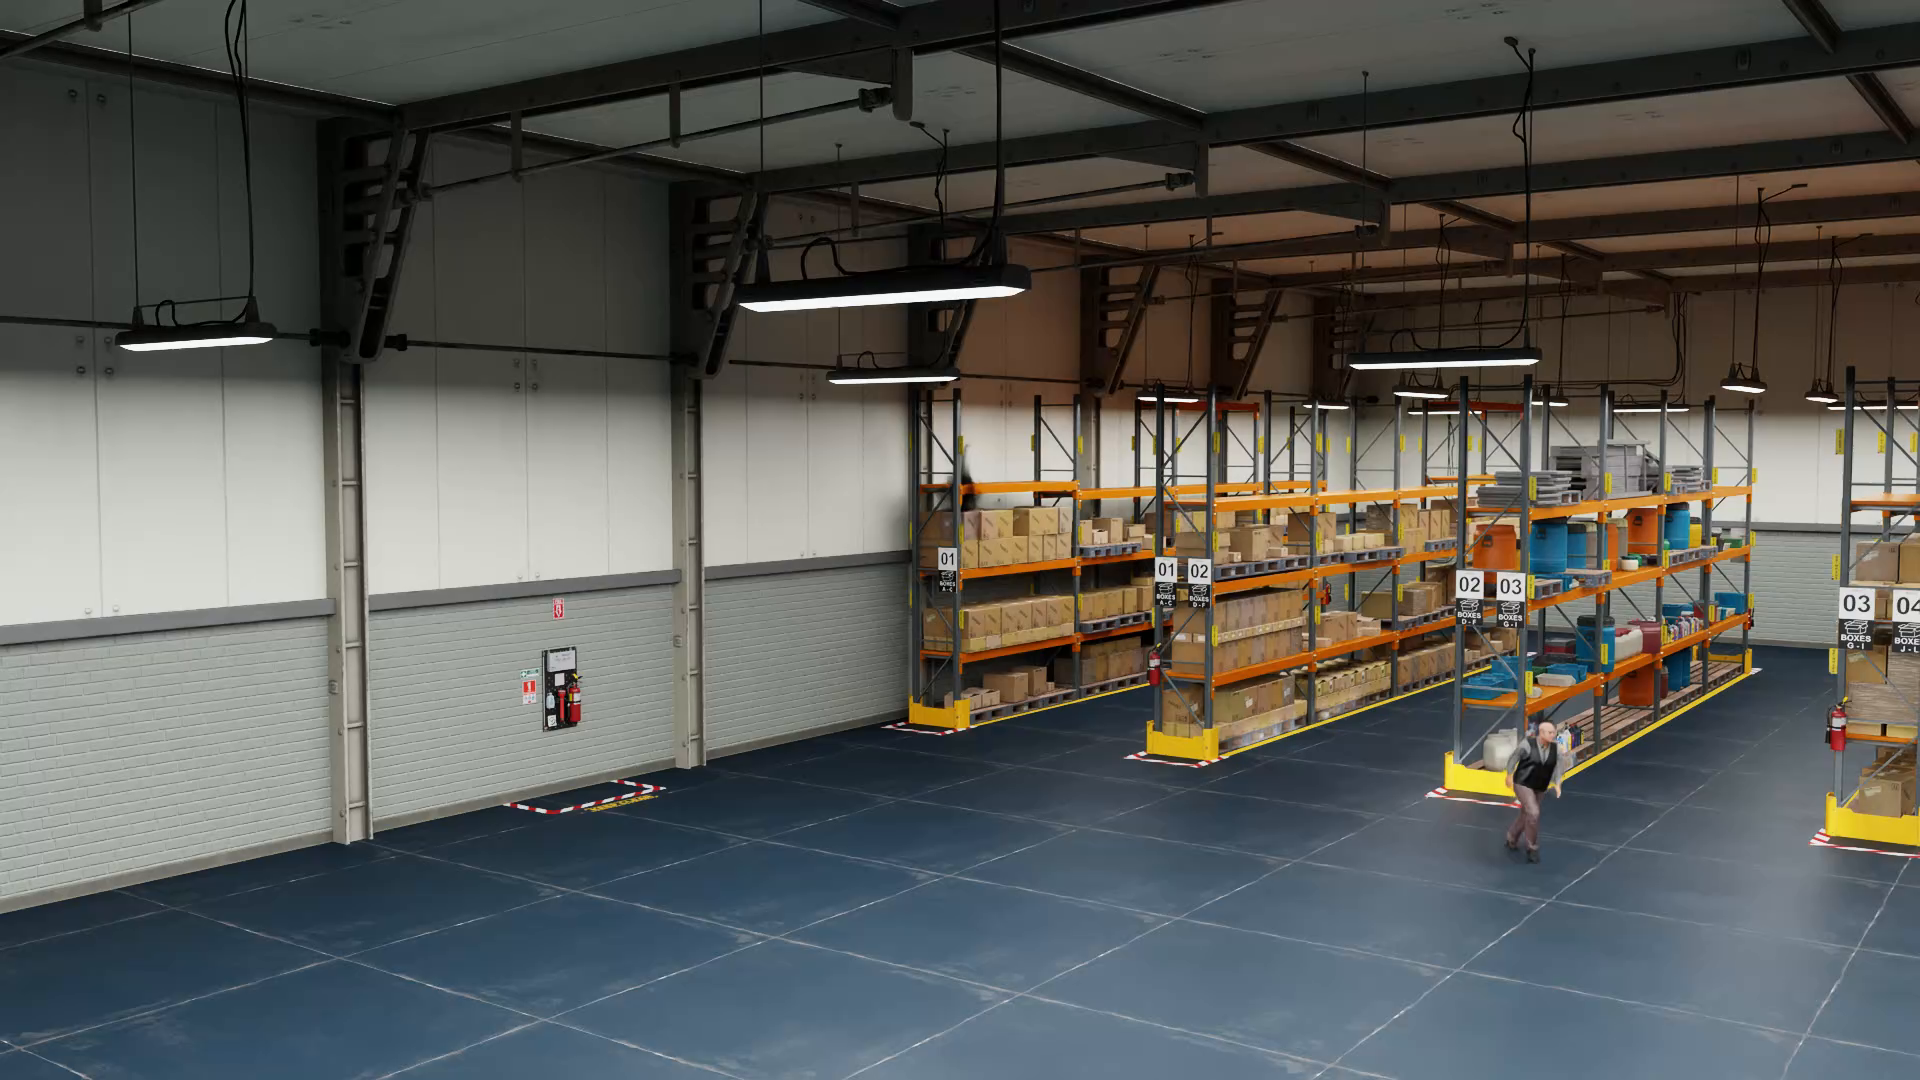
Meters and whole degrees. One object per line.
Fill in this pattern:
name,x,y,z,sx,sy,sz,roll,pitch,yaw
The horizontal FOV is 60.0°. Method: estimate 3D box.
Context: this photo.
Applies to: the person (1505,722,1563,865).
person,6.990,3.018,20.244,0.561,1.677,0.793,-1,3,-17
